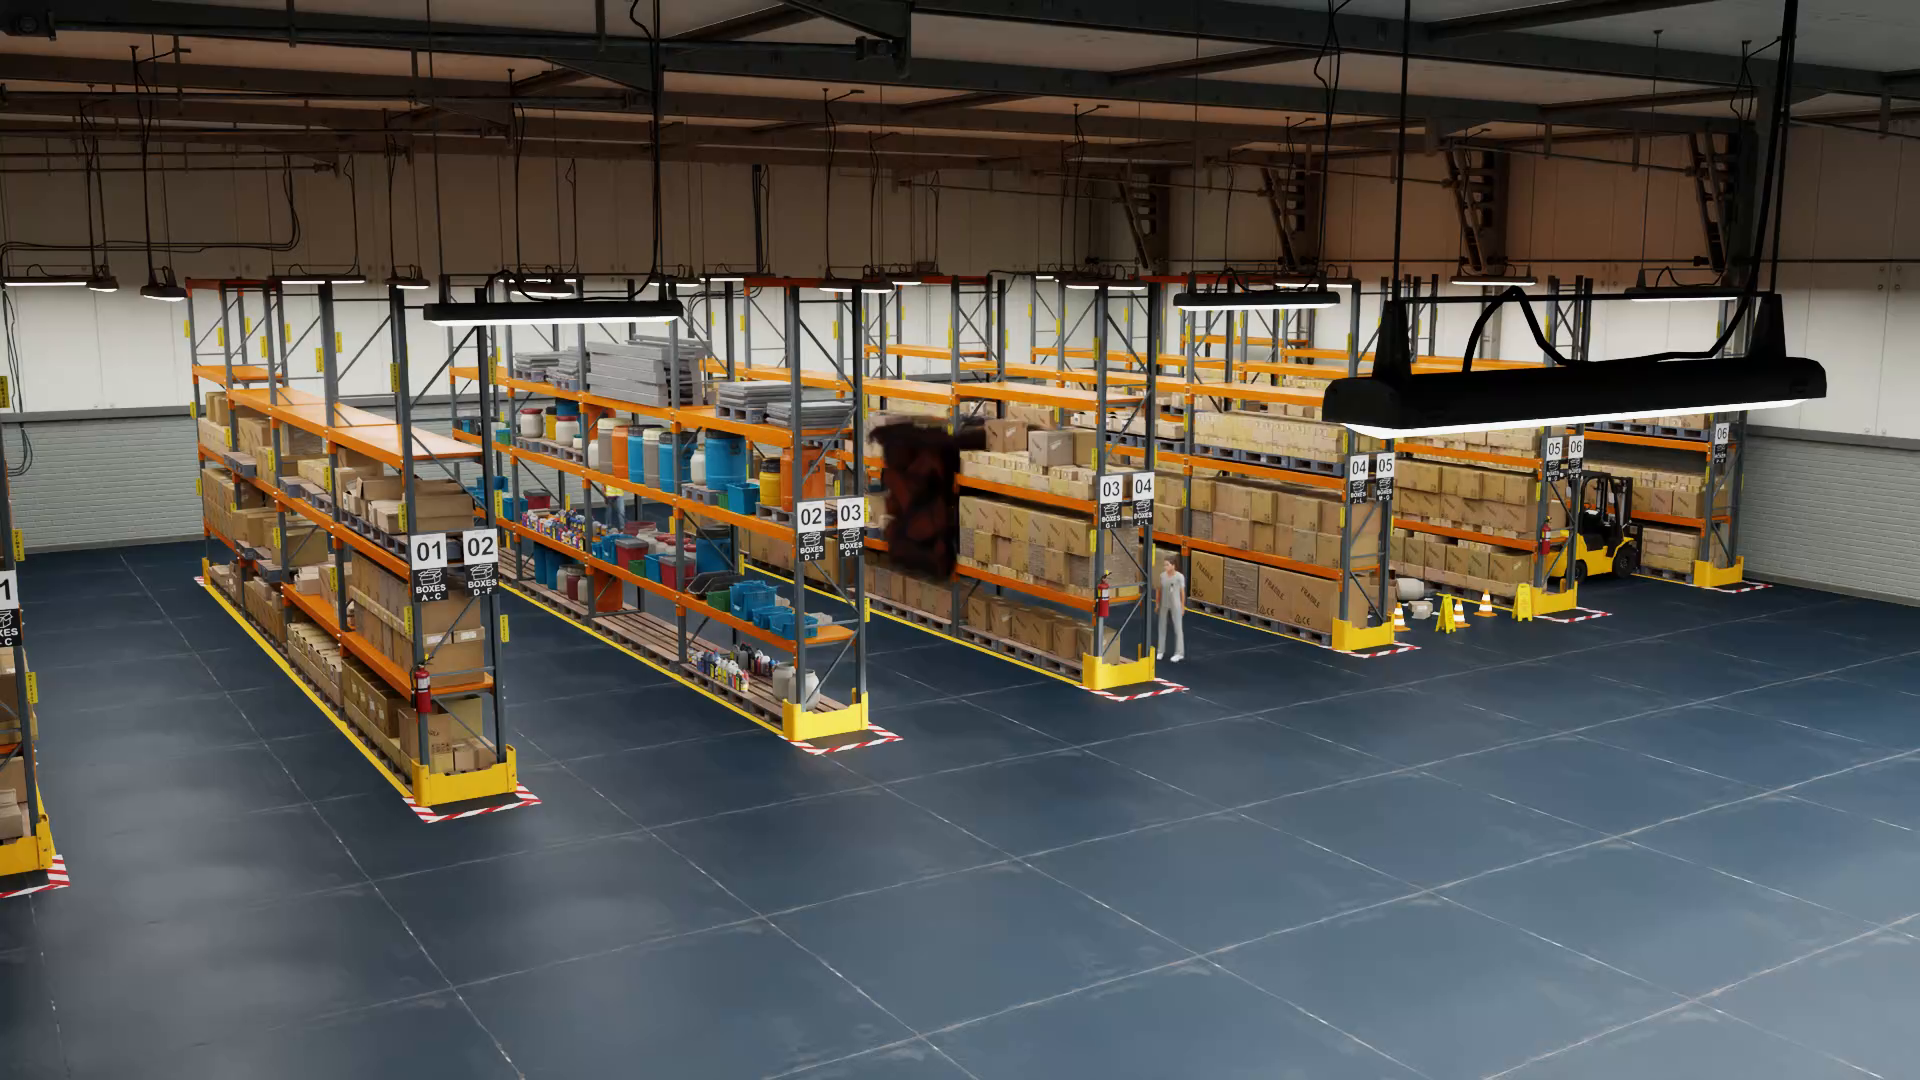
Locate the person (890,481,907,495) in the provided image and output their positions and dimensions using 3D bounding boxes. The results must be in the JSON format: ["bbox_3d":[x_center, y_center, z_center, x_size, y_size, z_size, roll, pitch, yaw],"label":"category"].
[{"bbox_3d":[-1.537,-1.573,42.147,0.565,1.801,0.431,7,12,36],"label":"person"}]

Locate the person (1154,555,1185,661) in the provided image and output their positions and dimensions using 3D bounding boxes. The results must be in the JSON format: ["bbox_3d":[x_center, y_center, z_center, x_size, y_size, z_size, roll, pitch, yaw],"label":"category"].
[{"bbox_3d":[3.328,1.078,26.518,0.484,1.679,0.414,5,11,25],"label":"person"}]

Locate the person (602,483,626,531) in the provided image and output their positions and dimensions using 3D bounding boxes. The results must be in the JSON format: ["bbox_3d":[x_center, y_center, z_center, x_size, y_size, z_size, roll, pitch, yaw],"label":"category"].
[{"bbox_3d":[-8.047,-1.028,38.817,0.586,1.714,1.014,-6,11,-30],"label":"person"}]
